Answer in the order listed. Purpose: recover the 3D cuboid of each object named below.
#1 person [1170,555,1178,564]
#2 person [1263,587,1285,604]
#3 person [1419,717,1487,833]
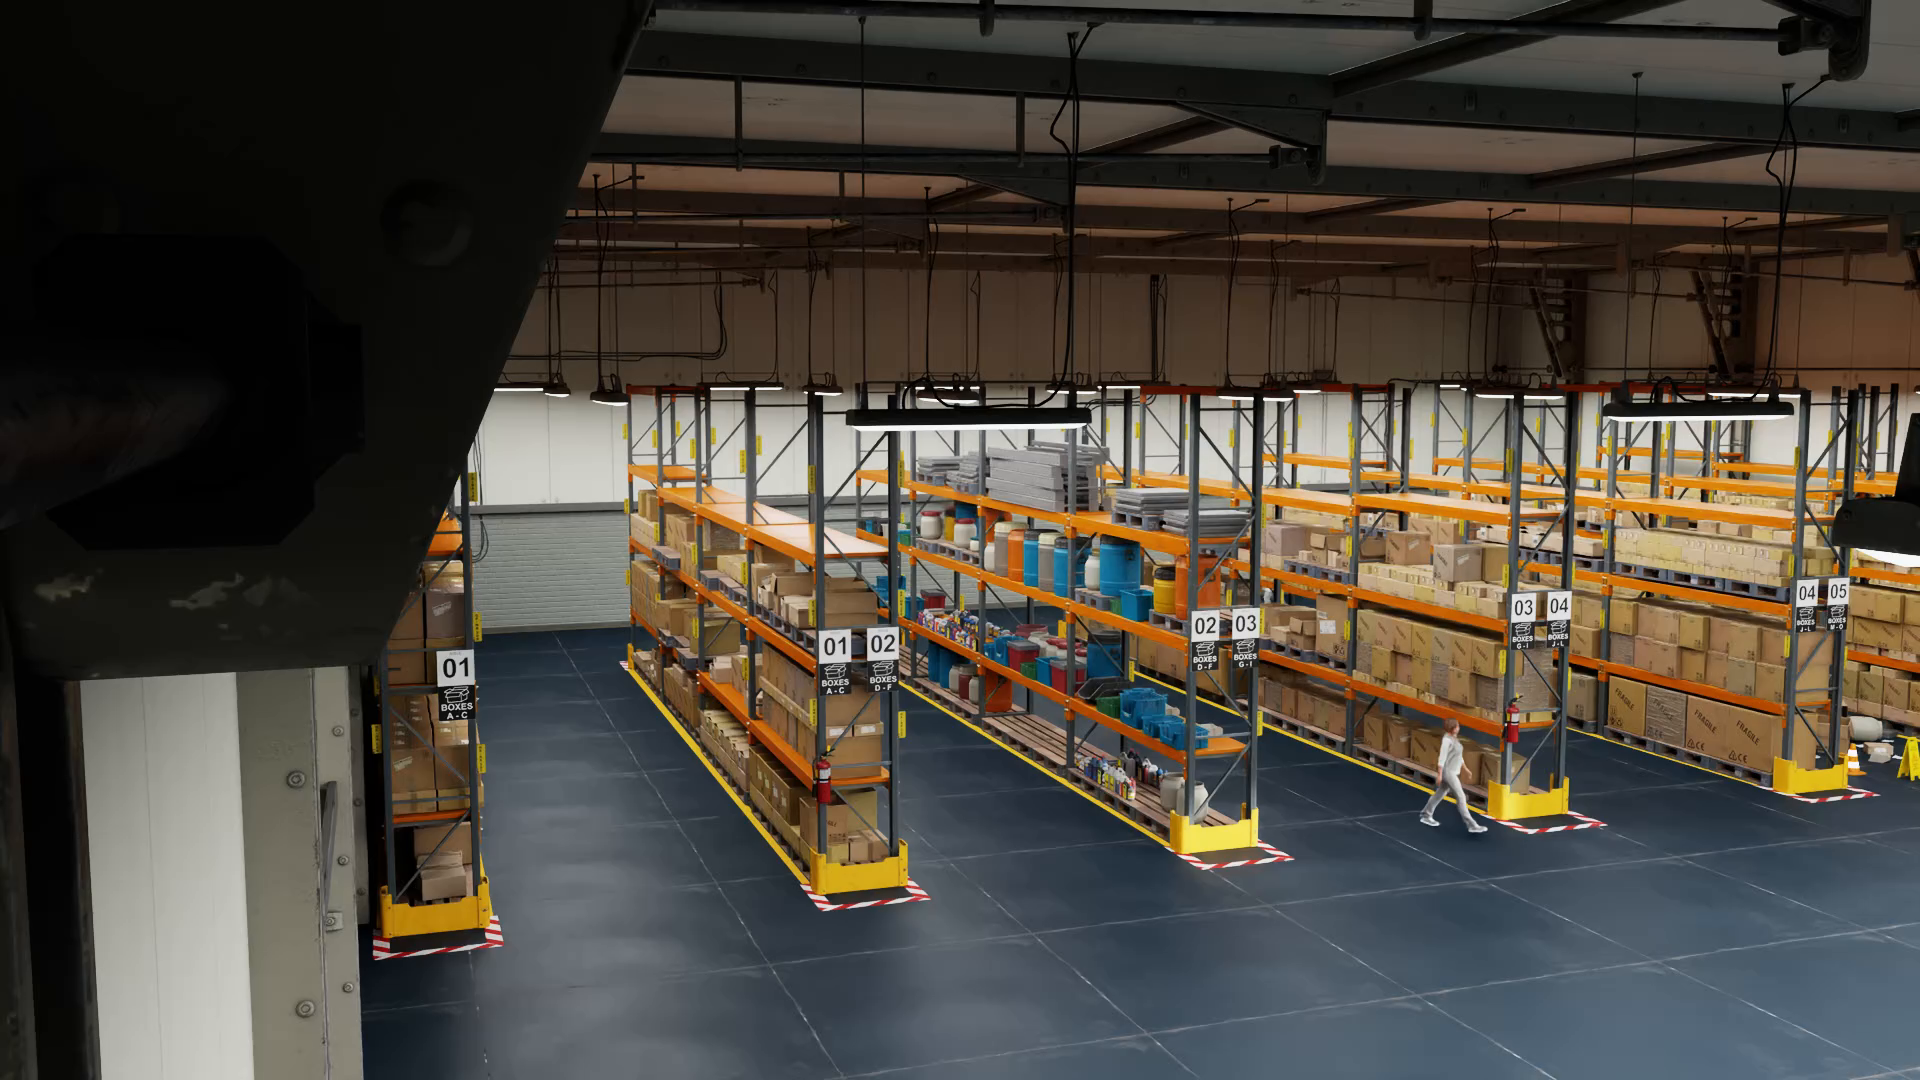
[{"bbox_3d":[5.465,1.141,41.609,0.636,1.728,0.988,-1,6,-11],"label":"person"},{"bbox_3d":[7.931,1.096,42.282,1.099,1.738,0.583,-3,7,-25],"label":"person"},{"bbox_3d":[6.762,3.199,22.722,0.947,1.547,0.493,3,6,24],"label":"person"}]
